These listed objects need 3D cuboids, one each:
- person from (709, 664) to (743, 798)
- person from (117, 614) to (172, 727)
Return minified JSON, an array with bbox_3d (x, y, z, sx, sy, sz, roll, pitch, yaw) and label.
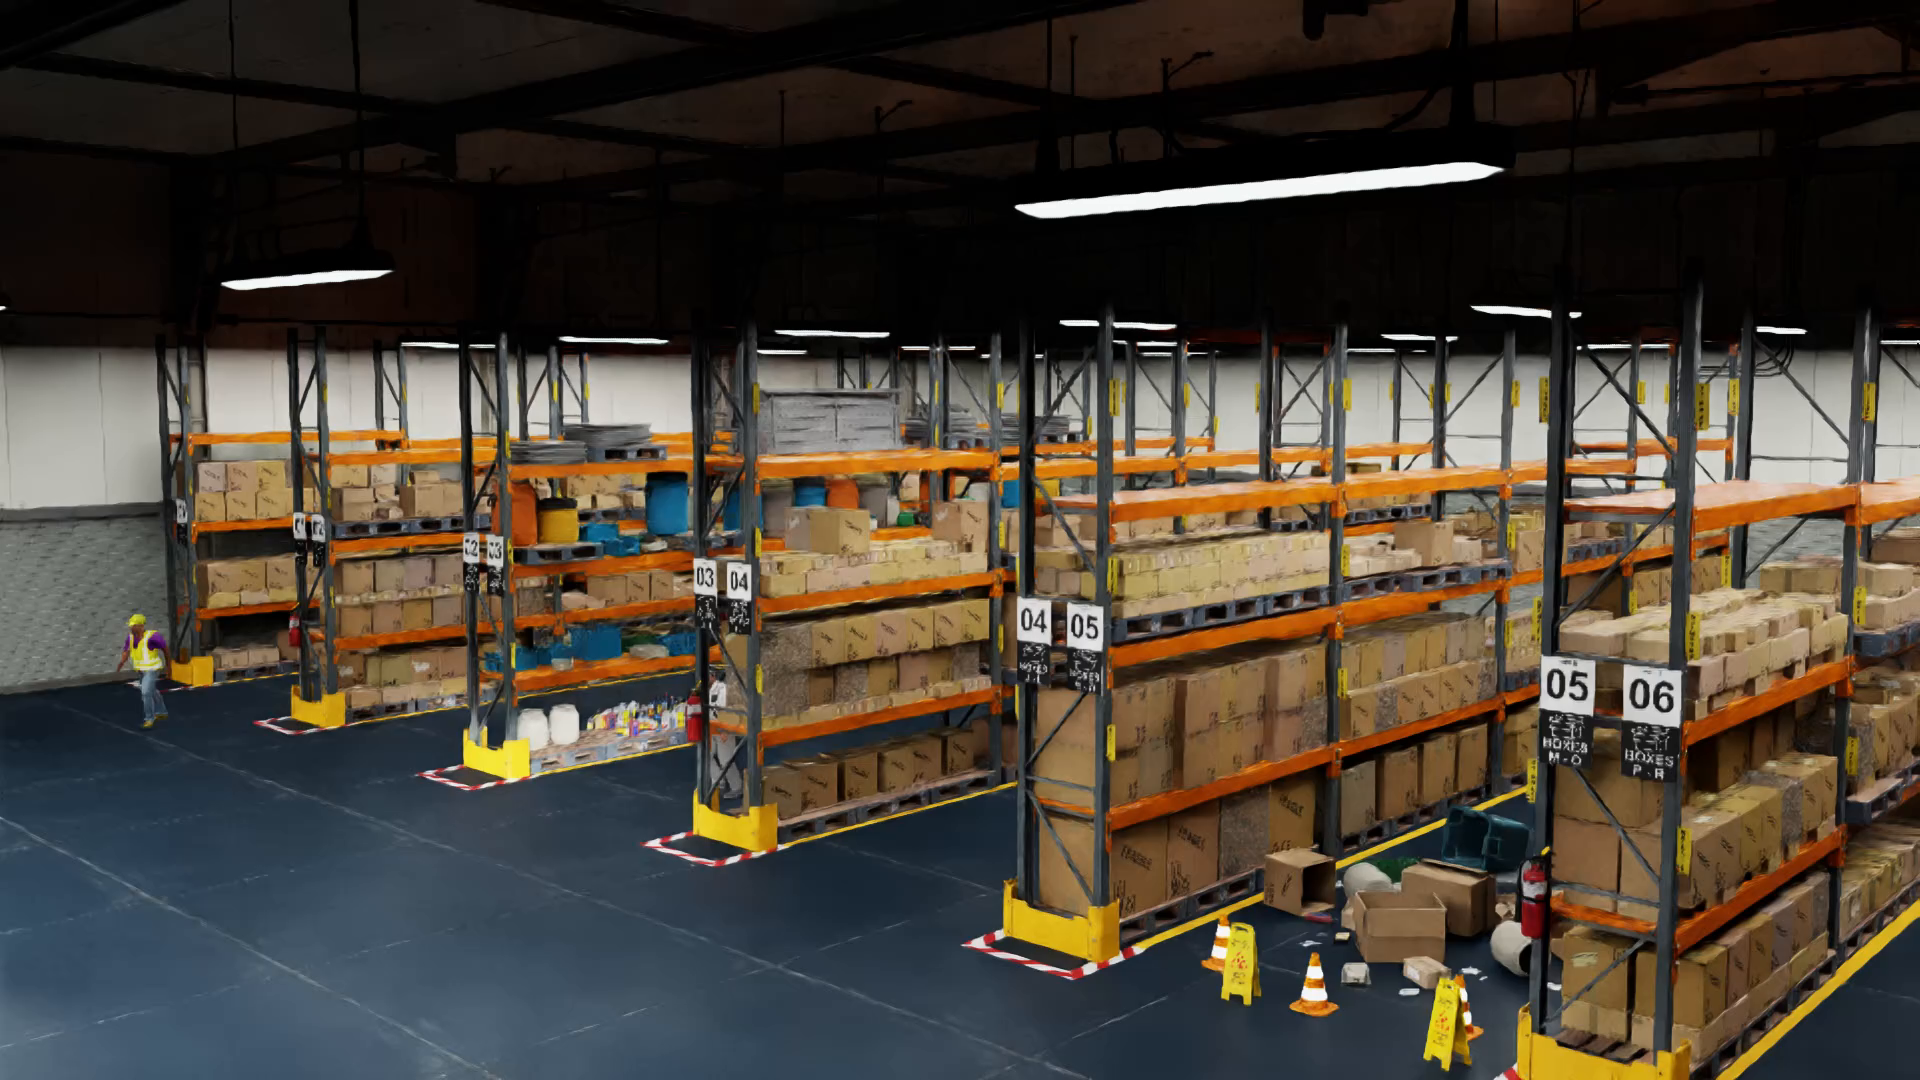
[{"bbox_3d":[-3.024,2.364,20.809,0.682,1.715,0.542,5,7,41],"label":"person"},{"bbox_3d":[-12.292,1.946,25.158,0.711,1.695,0.815,2,6,24],"label":"person"}]
